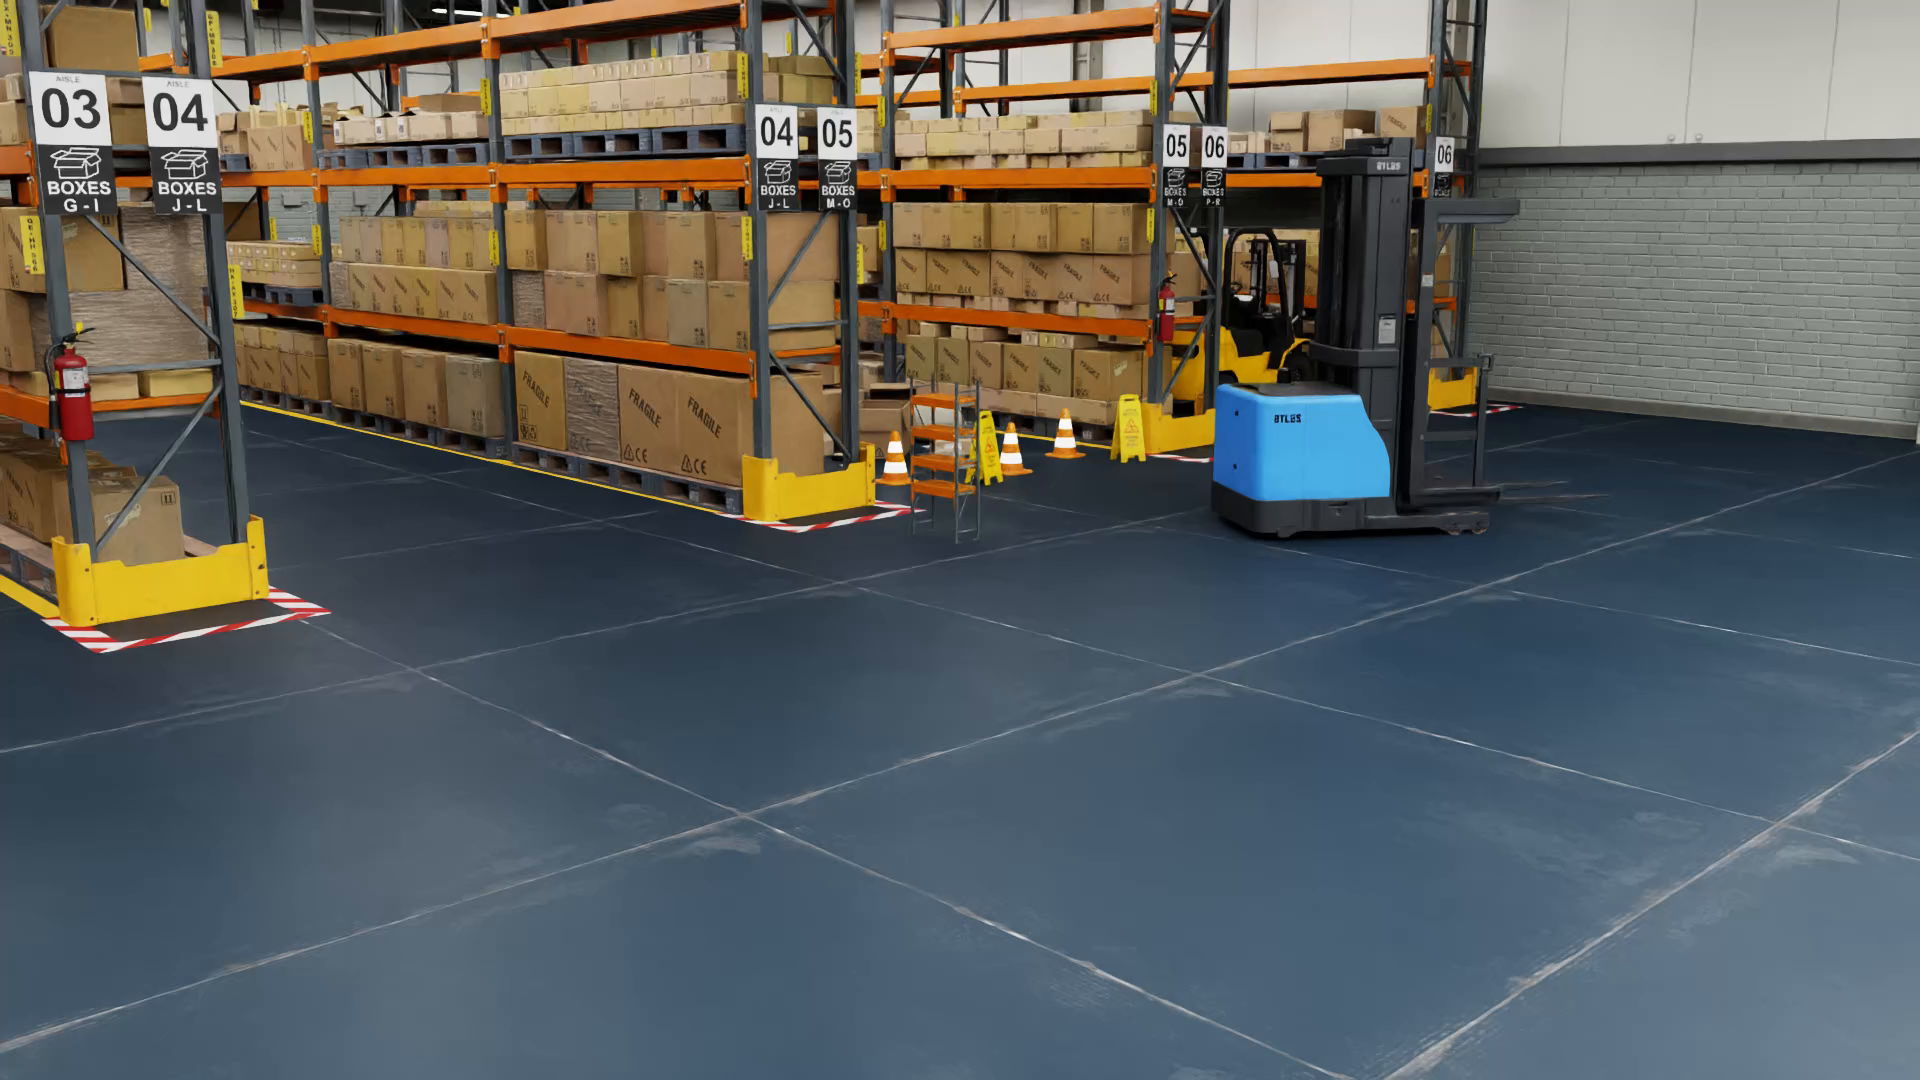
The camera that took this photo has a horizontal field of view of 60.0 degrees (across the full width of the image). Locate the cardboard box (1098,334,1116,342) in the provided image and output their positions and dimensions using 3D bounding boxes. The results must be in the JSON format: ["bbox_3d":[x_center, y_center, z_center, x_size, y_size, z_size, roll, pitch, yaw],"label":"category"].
[{"bbox_3d":[2.201,-2.929,24.037,0.875,0.625,0.625,-11,16,-43],"label":"cardboard box"}]

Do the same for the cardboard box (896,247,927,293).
[{"bbox_3d":[-0.386,-3.097,19.023,0.500,0.500,0.500,-11,16,-43],"label":"cardboard box"}]

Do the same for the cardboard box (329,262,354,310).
[{"bbox_3d":[-6.646,-2.830,18.466,0.500,0.500,0.500,-11,16,-42],"label":"cardboard box"}]

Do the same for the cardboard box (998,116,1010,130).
[{"bbox_3d":[0.627,-4.435,17.716,0.380,0.149,0.250,-10,16,-41],"label":"cardboard box"}]

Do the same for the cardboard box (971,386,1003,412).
[{"bbox_3d":[0.469,-1.587,18.453,0.500,0.250,0.500,-11,16,-43],"label":"cardboard box"}]

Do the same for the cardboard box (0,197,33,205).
[{"bbox_3d":[-8.103,-2.259,13.415,1.000,1.000,1.000,-11,16,-42],"label":"cardboard box"}]

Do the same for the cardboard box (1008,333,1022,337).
[{"bbox_3d":[0.467,-2.108,19.126,0.500,0.500,0.500,-11,16,-42],"label":"cardboard box"}]

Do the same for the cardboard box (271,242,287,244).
[{"bbox_3d":[-8.393,-3.659,20.845,0.250,0.149,0.380,11,16,43],"label":"cardboard box"}]

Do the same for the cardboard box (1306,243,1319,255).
[{"bbox_3d":[4.516,-3.675,20.962,0.380,0.149,0.250,-11,16,-42],"label":"cardboard box"}]

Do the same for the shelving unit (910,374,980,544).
[{"bbox_3d":[-0.114,-0.612,12.408,0.258,1.200,0.503,-11,16,-43],"label":"shelving unit"}]

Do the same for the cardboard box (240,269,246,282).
[{"bbox_3d":[-8.506,-3.202,20.101,0.250,0.149,0.380,11,16,43],"label":"cardboard box"}]

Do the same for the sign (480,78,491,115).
[{"bbox_3d":[-4.384,-4.100,15.383,0.100,0.325,0.005,-11,16,-43],"label":"sign"}]

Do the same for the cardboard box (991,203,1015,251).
[{"bbox_3d":[0.749,-3.377,17.905,0.700,0.500,0.500,-11,16,-43],"label":"cardboard box"}]

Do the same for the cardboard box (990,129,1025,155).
[{"bbox_3d":[0.667,-4.222,17.670,0.500,0.250,0.500,-11,16,-42],"label":"cardboard box"}]

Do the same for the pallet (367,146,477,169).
[{"bbox_3d":[-5.503,-4.011,17.483,1.003,0.211,1.213,-10,15,-40],"label":"pallet"}]

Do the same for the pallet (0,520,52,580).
[{"bbox_3d":[-6.319,0.013,11.825,1.003,0.211,1.213,-11,16,-43],"label":"pallet"}]

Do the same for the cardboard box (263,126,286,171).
[{"bbox_3d":[-7.693,-4.521,19.242,0.500,0.500,0.500,-11,16,-43],"label":"cardboard box"}]

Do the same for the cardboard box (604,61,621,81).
[{"bbox_3d":[-2.767,-3.932,13.989,0.380,0.149,0.250,-11,16,-42],"label":"cardboard box"}]

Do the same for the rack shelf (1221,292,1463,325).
[{"bbox_3d":[4.481,-3.053,21.579,1.077,0.370,4.000,-11,16,-43],"label":"rack shelf"}]

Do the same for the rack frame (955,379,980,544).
[{"bbox_3d":[0.054,-0.576,12.235,0.240,1.200,0.015,-11,16,-43],"label":"rack frame"}]

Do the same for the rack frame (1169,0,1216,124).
[{"bbox_3d":[3.099,-6.635,22.318,1.000,3.000,0.127,-11,16,-43],"label":"rack frame"}]

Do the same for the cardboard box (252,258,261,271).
[{"bbox_3d":[-8.143,-3.271,19.700,0.380,0.149,0.250,-11,16,-43],"label":"cardboard box"}]

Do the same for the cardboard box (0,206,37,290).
[{"bbox_3d":[-5.801,-1.843,10.459,0.500,0.500,0.500,-11,16,-43],"label":"cardboard box"}]

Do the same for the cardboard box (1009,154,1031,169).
[{"bbox_3d":[0.733,-3.998,17.574,0.380,0.149,0.250,-11,16,-43],"label":"cardboard box"}]

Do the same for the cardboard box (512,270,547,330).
[{"bbox_3d":[-3.735,-2.322,15.875,0.875,0.550,0.550,-11,16,-43],"label":"cardboard box"}]

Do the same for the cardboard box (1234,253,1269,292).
[{"bbox_3d":[3.939,-3.498,21.706,0.500,0.500,0.500,-11,16,-43],"label":"cardboard box"}]

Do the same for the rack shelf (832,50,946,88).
[{"bbox_3d":[-1.869,-5.687,20.488,1.077,0.370,4.000,-11,16,-43],"label":"rack shelf"}]

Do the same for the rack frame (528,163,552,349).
[{"bbox_3d":[-6.013,-4.172,25.230,1.000,3.000,0.127,-11,16,-43],"label":"rack frame"}]

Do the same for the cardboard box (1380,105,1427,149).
[{"bbox_3d":[5.380,-4.917,19.873,0.500,0.500,0.500,-10,15,-41],"label":"cardboard box"}]

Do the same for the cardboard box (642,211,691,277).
[{"bbox_3d":[-2.199,-2.547,14.291,0.875,0.550,0.550,-11,16,-43],"label":"cardboard box"}]

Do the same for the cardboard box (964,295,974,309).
[{"bbox_3d":[0.267,-2.652,18.471,0.380,0.149,0.250,-11,16,-43],"label":"cardboard box"}]

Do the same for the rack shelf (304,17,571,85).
[{"bbox_3d":[-5.379,-4.982,17.068,1.077,0.370,4.000,-11,16,-43],"label":"rack shelf"}]

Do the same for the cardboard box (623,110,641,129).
[{"bbox_3d":[-2.588,-3.504,13.887,0.380,0.149,0.250,-11,16,-42],"label":"cardboard box"}]

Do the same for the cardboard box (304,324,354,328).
[{"bbox_3d":[-7.744,-2.515,20.482,0.500,0.250,0.500,-11,16,-42],"label":"cardboard box"}]

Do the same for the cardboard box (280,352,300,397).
[{"bbox_3d":[-7.760,-2.001,19.847,0.500,0.500,0.500,-10,15,-40],"label":"cardboard box"}]

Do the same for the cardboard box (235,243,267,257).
[{"bbox_3d":[-8.501,-3.493,20.039,0.380,0.149,0.250,-10,15,-41],"label":"cardboard box"}]

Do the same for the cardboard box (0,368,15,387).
[{"bbox_3d":[-6.114,-1.110,10.989,0.380,0.149,0.250,-11,16,-43],"label":"cardboard box"}]

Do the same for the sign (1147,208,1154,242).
[{"bbox_3d":[1.859,-3.069,16.220,0.100,0.325,0.005,-11,16,-43],"label":"sign"}]

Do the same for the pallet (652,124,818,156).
[{"bbox_3d":[-1.756,-3.249,13.535,1.003,0.211,1.213,-11,16,-43],"label":"pallet"}]

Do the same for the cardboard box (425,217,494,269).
[{"bbox_3d":[-5.051,-3.059,17.101,0.700,0.500,0.500,-11,16,-42],"label":"cardboard box"}]

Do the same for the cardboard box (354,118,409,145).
[{"bbox_3d":[-6.074,-4.325,17.621,0.500,0.250,0.500,-10,16,-41],"label":"cardboard box"}]

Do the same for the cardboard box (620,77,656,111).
[{"bbox_3d":[-2.467,-3.692,13.809,0.500,0.250,0.500,-11,16,-43],"label":"cardboard box"}]

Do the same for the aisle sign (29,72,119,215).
[{"bbox_3d":[-5.067,-2.263,9.518,0.394,0.787,0.004,-11,16,-43],"label":"aisle sign"}]

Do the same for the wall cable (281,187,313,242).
[{"bbox_3d":[-12.686,-6.089,31.936,0.585,1.953,0.123,-11,16,-43],"label":"wall cable"}]

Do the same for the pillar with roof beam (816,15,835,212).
[{"bbox_3d":[-5.368,-7.430,26.176,9.100,9.000,0.400,-11,16,-43],"label":"pillar with roof beam"}]

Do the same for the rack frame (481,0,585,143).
[{"bbox_3d":[-3.998,-5.239,15.538,1.000,3.000,0.127,-11,16,-43],"label":"rack frame"}]

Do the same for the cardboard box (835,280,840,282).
[{"bbox_3d":[-1.416,-3.198,20.081,0.380,0.149,0.250,-11,16,-43],"label":"cardboard box"}]

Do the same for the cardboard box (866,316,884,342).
[{"bbox_3d":[-1.184,-3.518,27.206,0.500,0.500,0.500,11,16,43],"label":"cardboard box"}]

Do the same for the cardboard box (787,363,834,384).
[{"bbox_3d":[-1.755,-1.899,18.514,0.500,0.500,0.500,-11,16,-43],"label":"cardboard box"}]

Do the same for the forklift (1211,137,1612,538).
[{"bbox_3d":[3.562,-1.577,12.803,3.031,2.935,1.130,-2,12,-11],"label":"forklift"}]

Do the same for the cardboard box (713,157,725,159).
[{"bbox_3d":[-2.979,-4.885,21.589,0.396,0.266,0.258,-11,16,-43],"label":"cardboard box"}]

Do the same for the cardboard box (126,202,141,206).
[{"bbox_3d":[-11.117,-4.408,22.910,0.500,0.500,0.500,11,16,43],"label":"cardboard box"}]

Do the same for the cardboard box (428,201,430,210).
[{"bbox_3d":[-8.498,-5.494,27.311,0.380,0.149,0.250,-10,16,-41],"label":"cardboard box"}]

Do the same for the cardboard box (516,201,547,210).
[{"bbox_3d":[-6.455,-5.029,25.057,0.380,0.149,0.250,-11,16,-44],"label":"cardboard box"}]

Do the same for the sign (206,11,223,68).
[{"bbox_3d":[-4.501,-3.013,10.003,0.100,0.325,0.005,-11,16,-43],"label":"sign"}]
